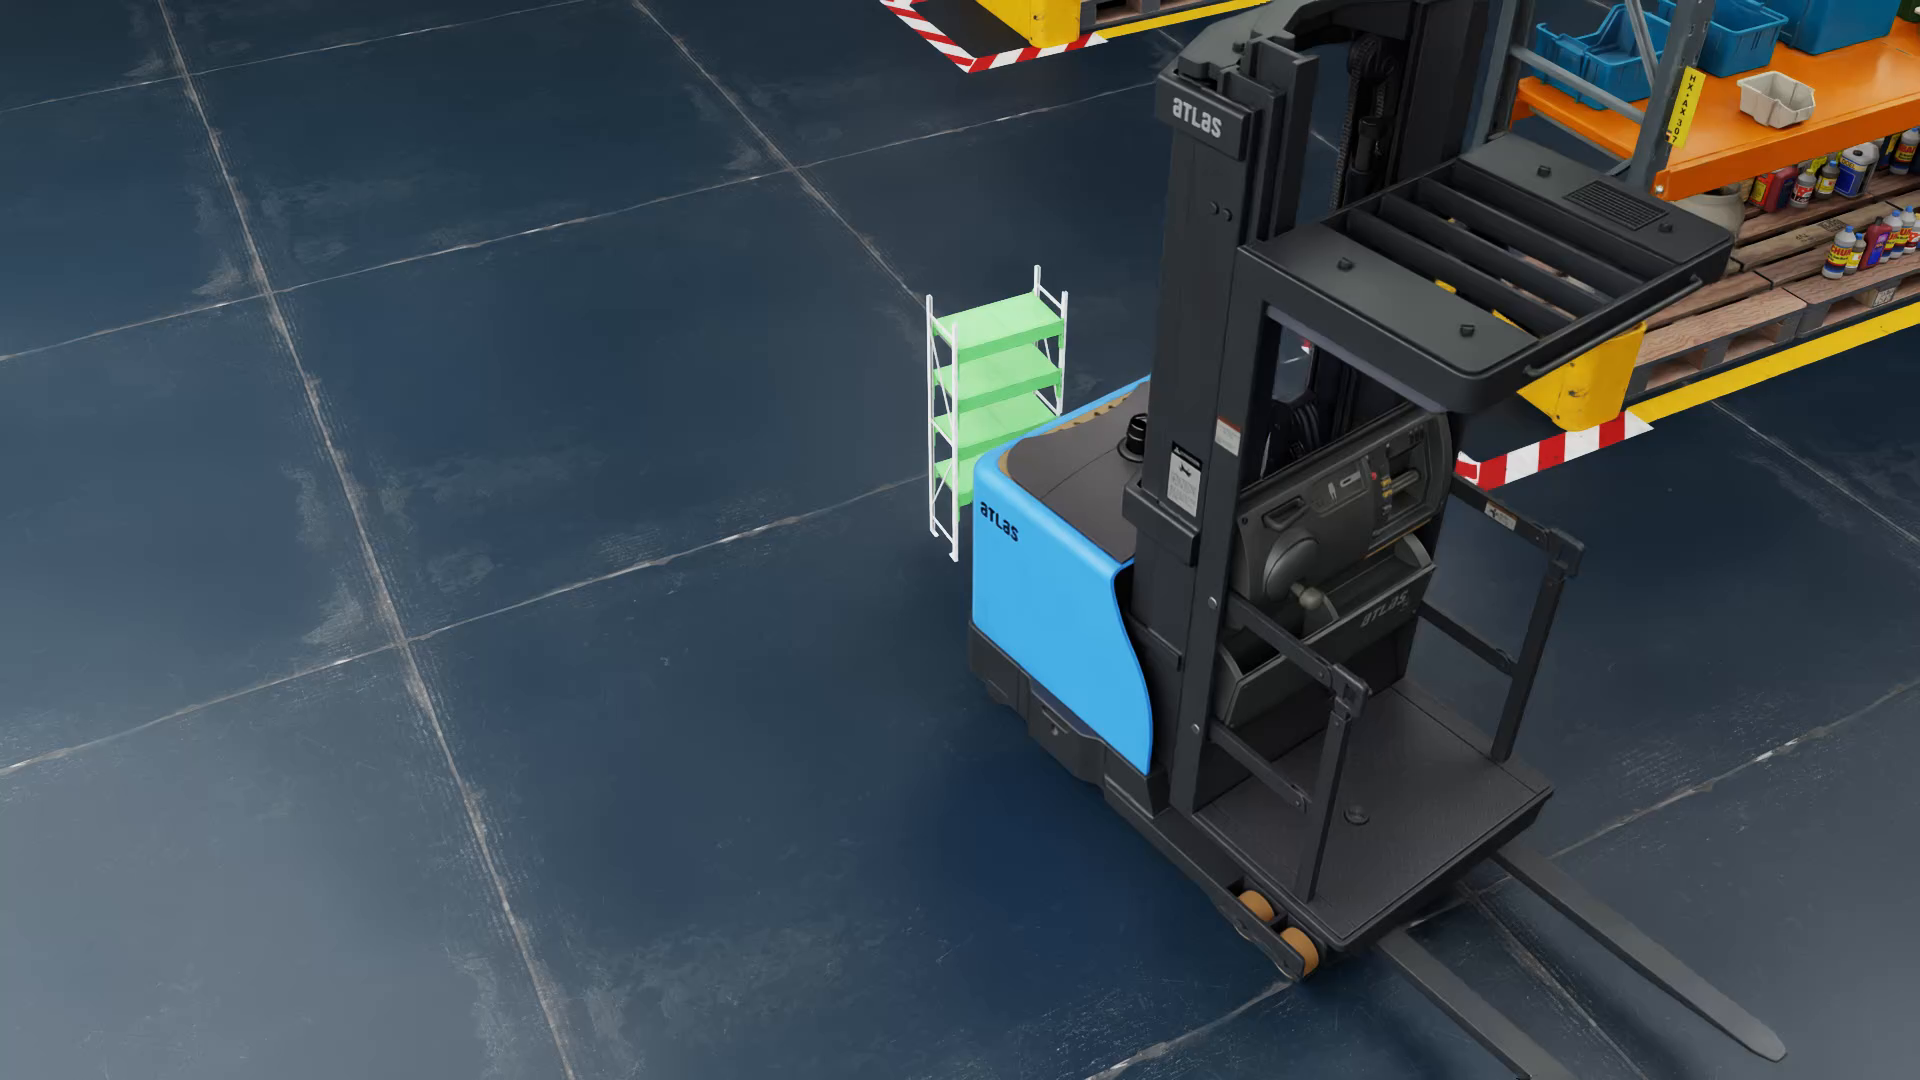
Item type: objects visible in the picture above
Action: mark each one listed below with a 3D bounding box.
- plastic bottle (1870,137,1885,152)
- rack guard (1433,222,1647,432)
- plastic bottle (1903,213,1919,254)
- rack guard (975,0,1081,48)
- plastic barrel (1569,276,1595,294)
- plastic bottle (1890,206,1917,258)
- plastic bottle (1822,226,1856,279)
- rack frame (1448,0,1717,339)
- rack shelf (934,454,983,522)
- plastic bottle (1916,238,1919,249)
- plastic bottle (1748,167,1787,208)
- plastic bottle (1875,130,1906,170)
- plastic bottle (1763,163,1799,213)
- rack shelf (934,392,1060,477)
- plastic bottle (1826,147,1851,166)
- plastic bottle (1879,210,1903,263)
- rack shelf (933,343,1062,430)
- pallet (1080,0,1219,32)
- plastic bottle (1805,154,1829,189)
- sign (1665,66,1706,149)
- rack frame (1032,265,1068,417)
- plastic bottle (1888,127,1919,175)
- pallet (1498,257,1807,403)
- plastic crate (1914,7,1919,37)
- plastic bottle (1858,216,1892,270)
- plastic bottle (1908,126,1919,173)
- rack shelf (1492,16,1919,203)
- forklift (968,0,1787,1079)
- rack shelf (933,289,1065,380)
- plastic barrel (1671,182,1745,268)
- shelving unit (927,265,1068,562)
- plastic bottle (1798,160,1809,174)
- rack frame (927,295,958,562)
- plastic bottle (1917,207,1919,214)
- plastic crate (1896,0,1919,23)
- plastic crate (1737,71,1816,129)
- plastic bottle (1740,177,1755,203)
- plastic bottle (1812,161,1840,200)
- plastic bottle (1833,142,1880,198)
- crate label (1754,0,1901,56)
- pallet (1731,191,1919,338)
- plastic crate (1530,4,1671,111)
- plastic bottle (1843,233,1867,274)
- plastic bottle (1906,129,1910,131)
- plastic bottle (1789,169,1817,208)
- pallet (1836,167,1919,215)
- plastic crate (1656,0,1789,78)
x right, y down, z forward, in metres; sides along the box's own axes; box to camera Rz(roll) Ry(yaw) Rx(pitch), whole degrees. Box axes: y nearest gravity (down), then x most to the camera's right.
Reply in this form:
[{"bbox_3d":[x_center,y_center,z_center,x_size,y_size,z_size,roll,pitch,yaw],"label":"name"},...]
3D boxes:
[{"bbox_3d":[5.073,-2.173,9.266,0.097,0.271,0.097,0,40,0],"label":"plastic bottle"},{"bbox_3d":[2.760,-1.073,8.130,0.348,0.500,1.175,-19,44,-21],"label":"rack guard"},{"bbox_3d":[4.947,-1.601,8.645,0.097,0.201,0.097,0,40,0],"label":"plastic bottle"},{"bbox_3d":[0.408,-3.855,11.418,0.348,0.500,1.175,-19,44,-21],"label":"rack guard"},{"bbox_3d":[3.262,-1.428,8.216,0.421,0.512,0.421,0,40,0],"label":"plastic barrel"},{"bbox_3d":[4.859,-1.598,8.588,0.097,0.271,0.097,0,40,0],"label":"plastic bottle"},{"bbox_3d":[4.466,-1.466,8.432,0.097,0.271,0.097,0,40,0],"label":"plastic bottle"},{"bbox_3d":[2.714,-1.977,7.264,0.127,3.000,1.000,-19,44,-21],"label":"rack frame"},{"bbox_3d":[0.147,-0.275,7.117,0.480,0.148,0.258,-19,44,-21],"label":"rack shelf"},{"bbox_3d":[5.038,-1.659,8.659,0.097,0.271,0.097,0,40,0],"label":"plastic bottle"},{"bbox_3d":[4.377,-1.964,9.016,0.135,0.276,0.152,-18,44,-20],"label":"plastic bottle"},{"bbox_3d":[5.187,-2.268,9.318,0.185,0.351,0.144,-20,44,-22],"label":"plastic bottle"},{"bbox_3d":[4.426,-1.906,8.942,0.133,0.283,0.061,-19,44,-21],"label":"plastic bottle"},{"bbox_3d":[0.147,-0.459,6.962,0.480,0.148,0.258,-19,44,-21],"label":"rack shelf"},{"bbox_3d":[4.810,-2.141,9.168,0.185,0.351,0.144,-19,44,-21],"label":"plastic bottle"},{"bbox_3d":[4.770,-1.568,8.552,0.097,0.271,0.097,0,40,0],"label":"plastic bottle"},{"bbox_3d":[0.147,-0.642,6.807,0.480,0.148,0.258,-19,44,-21],"label":"rack shelf"},{"bbox_3d":[1.088,-4.005,11.817,1.213,0.211,1.003,-19,44,-21],"label":"pallet"},{"bbox_3d":[4.645,-2.086,9.102,0.185,0.351,0.144,-17,43,-19],"label":"plastic bottle"},{"bbox_3d":[2.964,-1.766,6.801,0.005,0.325,0.100,-19,44,-21],"label":"sign"},{"bbox_3d":[0.363,-0.580,7.007,0.015,1.200,0.240,-19,44,-21],"label":"rack frame"},{"bbox_3d":[5.281,-2.182,9.277,0.097,0.271,0.097,0,40,0],"label":"plastic bottle"},{"bbox_3d":[3.483,-1.202,8.506,1.213,0.211,1.003,-19,44,-21],"label":"pallet"},{"bbox_3d":[4.938,-2.440,8.016,0.437,0.136,0.530,-19,44,-21],"label":"plastic crate"},{"bbox_3d":[4.675,-1.528,8.495,0.133,0.283,0.061,-18,43,-20],"label":"plastic bottle"},{"bbox_3d":[5.421,-2.242,9.287,0.185,0.351,0.144,-19,44,-21],"label":"plastic bottle"},{"bbox_3d":[4.488,-2.299,8.202,4.000,0.370,1.077,-19,44,-21],"label":"rack shelf"},{"bbox_3d":[1.330,-0.030,5.017,1.130,2.935,3.031,-27,47,-28],"label":"forklift"},{"bbox_3d":[0.147,-0.825,6.652,0.480,0.148,0.258,-19,44,-21],"label":"rack shelf"},{"bbox_3d":[3.707,-1.578,8.393,0.421,0.512,0.421,0,40,0],"label":"plastic barrel"},{"bbox_3d":[0.147,-0.507,6.921,0.503,1.200,0.258,-19,44,-21],"label":"shelving unit"},{"bbox_3d":[4.500,-2.006,9.065,0.135,0.276,0.152,-20,44,-22],"label":"plastic bottle"},{"bbox_3d":[-0.070,-0.435,6.835,0.015,1.200,0.240,-19,44,-21],"label":"rack frame"},{"bbox_3d":[5.171,-1.806,8.823,0.133,0.283,0.061,-19,44,-21],"label":"plastic bottle"},{"bbox_3d":[4.927,-2.847,8.455,0.662,0.188,0.450,-19,44,-21],"label":"plastic crate"},{"bbox_3d":[3.656,-1.959,7.447,0.250,0.136,0.298,-19,44,-21],"label":"plastic crate"},{"bbox_3d":[4.236,-1.953,8.997,0.133,0.283,0.061,-18,43,-20],"label":"plastic bottle"},{"bbox_3d":[4.739,-1.973,9.084,0.097,0.201,0.097,0,40,0],"label":"plastic bottle"},{"bbox_3d":[4.900,-2.035,9.101,0.135,0.276,0.152,-19,44,-21],"label":"plastic bottle"},{"bbox_3d":[4.221,-2.695,8.085,0.616,0.435,0.502,-19,44,-21],"label":"crate label"},{"bbox_3d":[4.563,-1.563,8.933,1.213,0.211,1.003,-19,44,-21],"label":"pallet"},{"bbox_3d":[3.020,-2.241,7.691,0.616,0.251,0.499,-19,44,-21],"label":"plastic crate"},{"bbox_3d":[4.558,-1.470,8.491,0.097,0.201,0.097,0,40,0],"label":"plastic bottle"},{"bbox_3d":[5.354,-2.325,9.384,0.185,0.351,0.144,-17,43,-20],"label":"plastic bottle"},{"bbox_3d":[4.574,-1.911,9.012,0.097,0.201,0.097,0,40,0],"label":"plastic bottle"},{"bbox_3d":[5.647,-1.930,9.367,1.213,0.211,1.003,-19,44,-21],"label":"pallet"},{"bbox_3d":[3.598,-2.432,7.916,0.408,0.251,0.499,-19,44,-21],"label":"plastic crate"}]
